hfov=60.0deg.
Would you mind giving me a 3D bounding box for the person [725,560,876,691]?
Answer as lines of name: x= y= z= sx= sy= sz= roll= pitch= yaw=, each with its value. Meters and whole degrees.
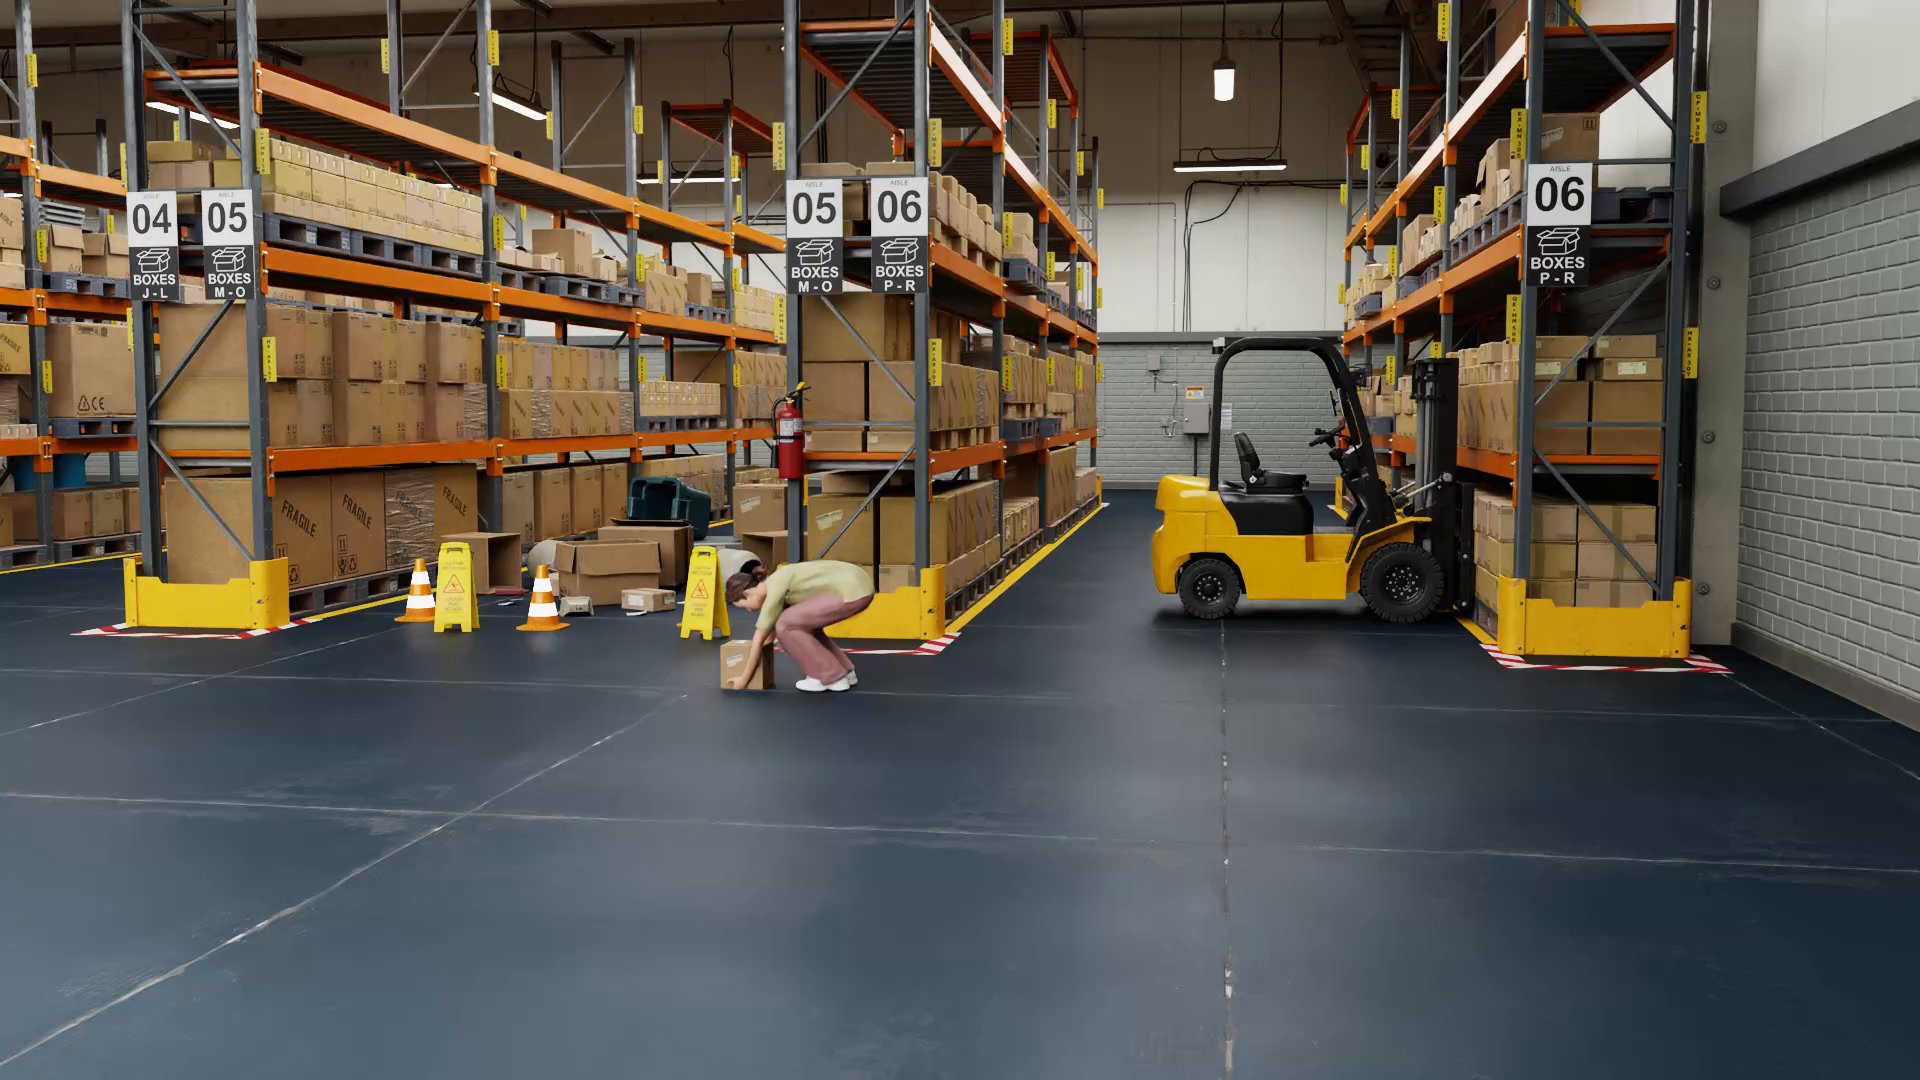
person: x=-0.926 y=0.496 z=9.626 sx=0.867 sy=0.755 sz=0.466 roll=1 pitch=5 yaw=7
